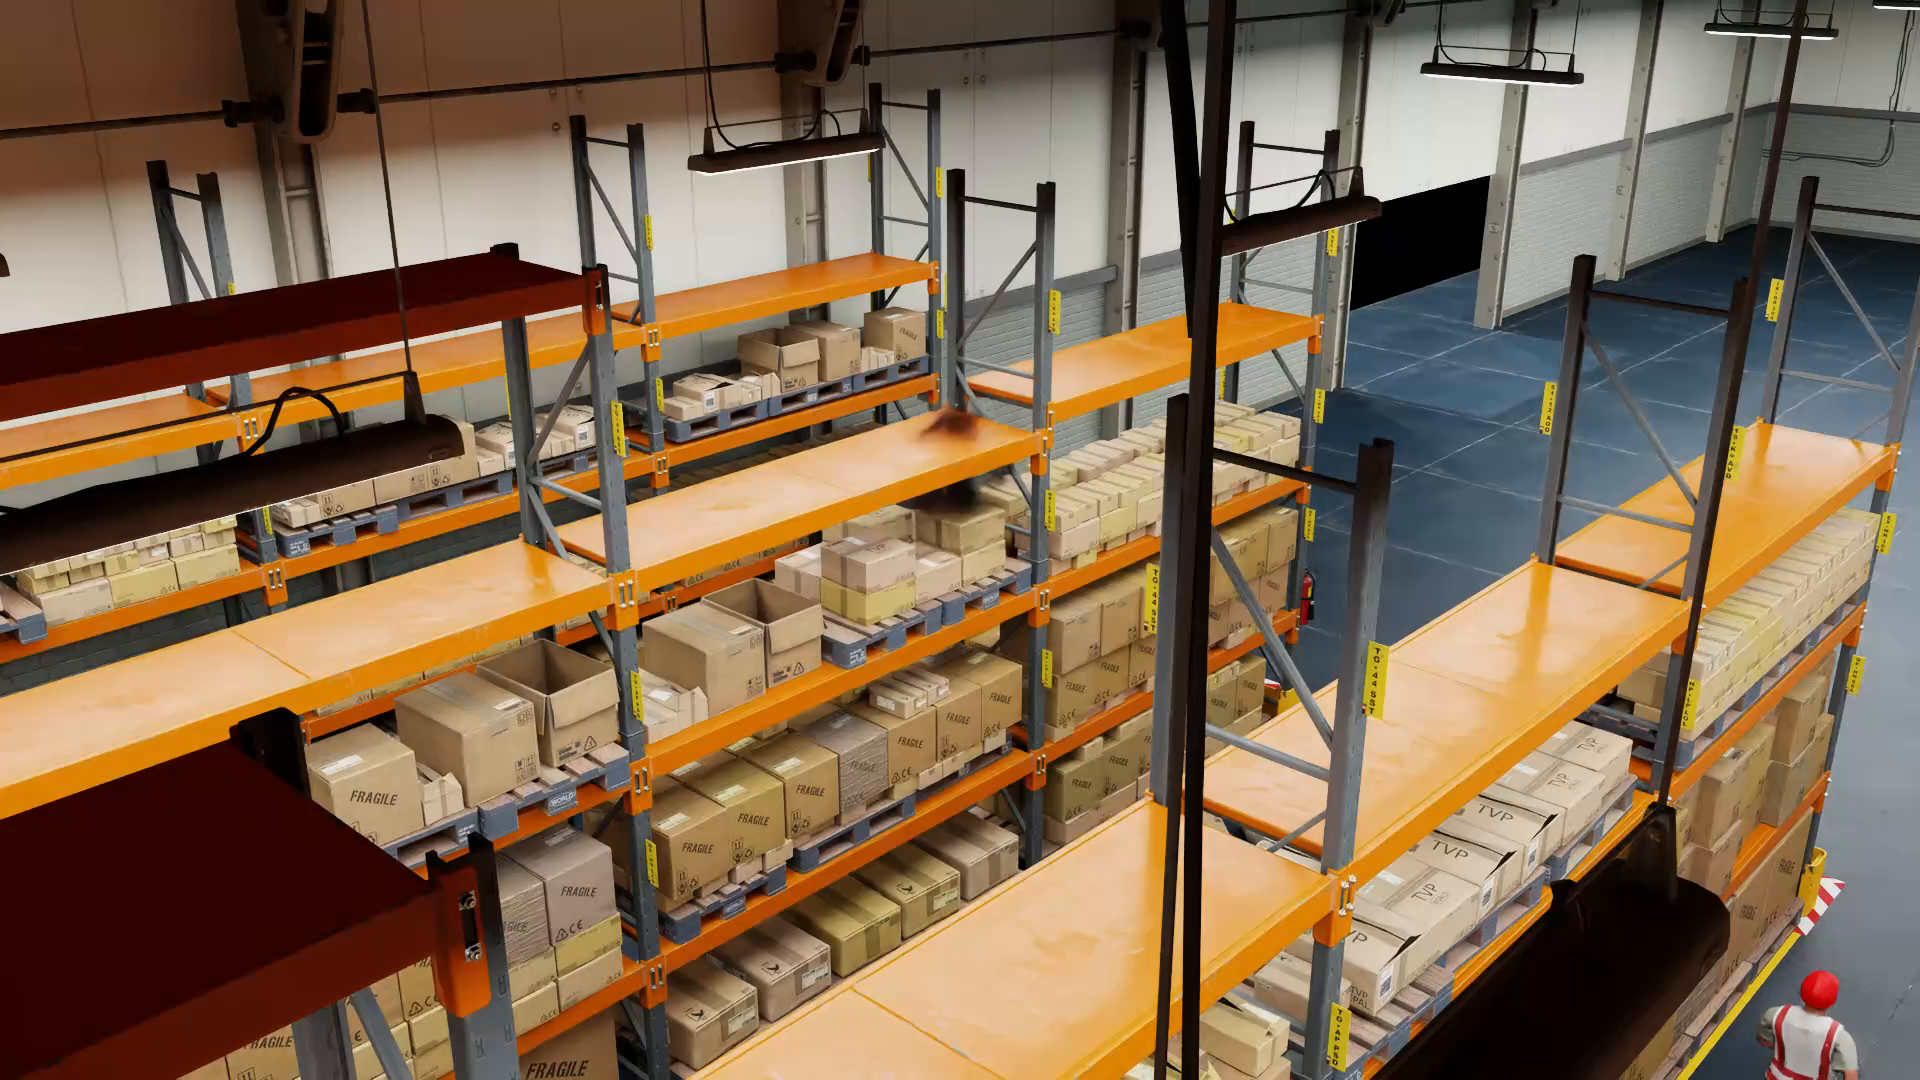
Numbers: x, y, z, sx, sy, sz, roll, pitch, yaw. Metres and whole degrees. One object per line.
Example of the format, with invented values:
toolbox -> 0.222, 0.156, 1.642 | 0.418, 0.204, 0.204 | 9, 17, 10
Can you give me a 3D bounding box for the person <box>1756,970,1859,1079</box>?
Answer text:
person -> 5.346, 3.490, 10.556 | 0.640, 1.784, 0.700 | 14, 25, 33
